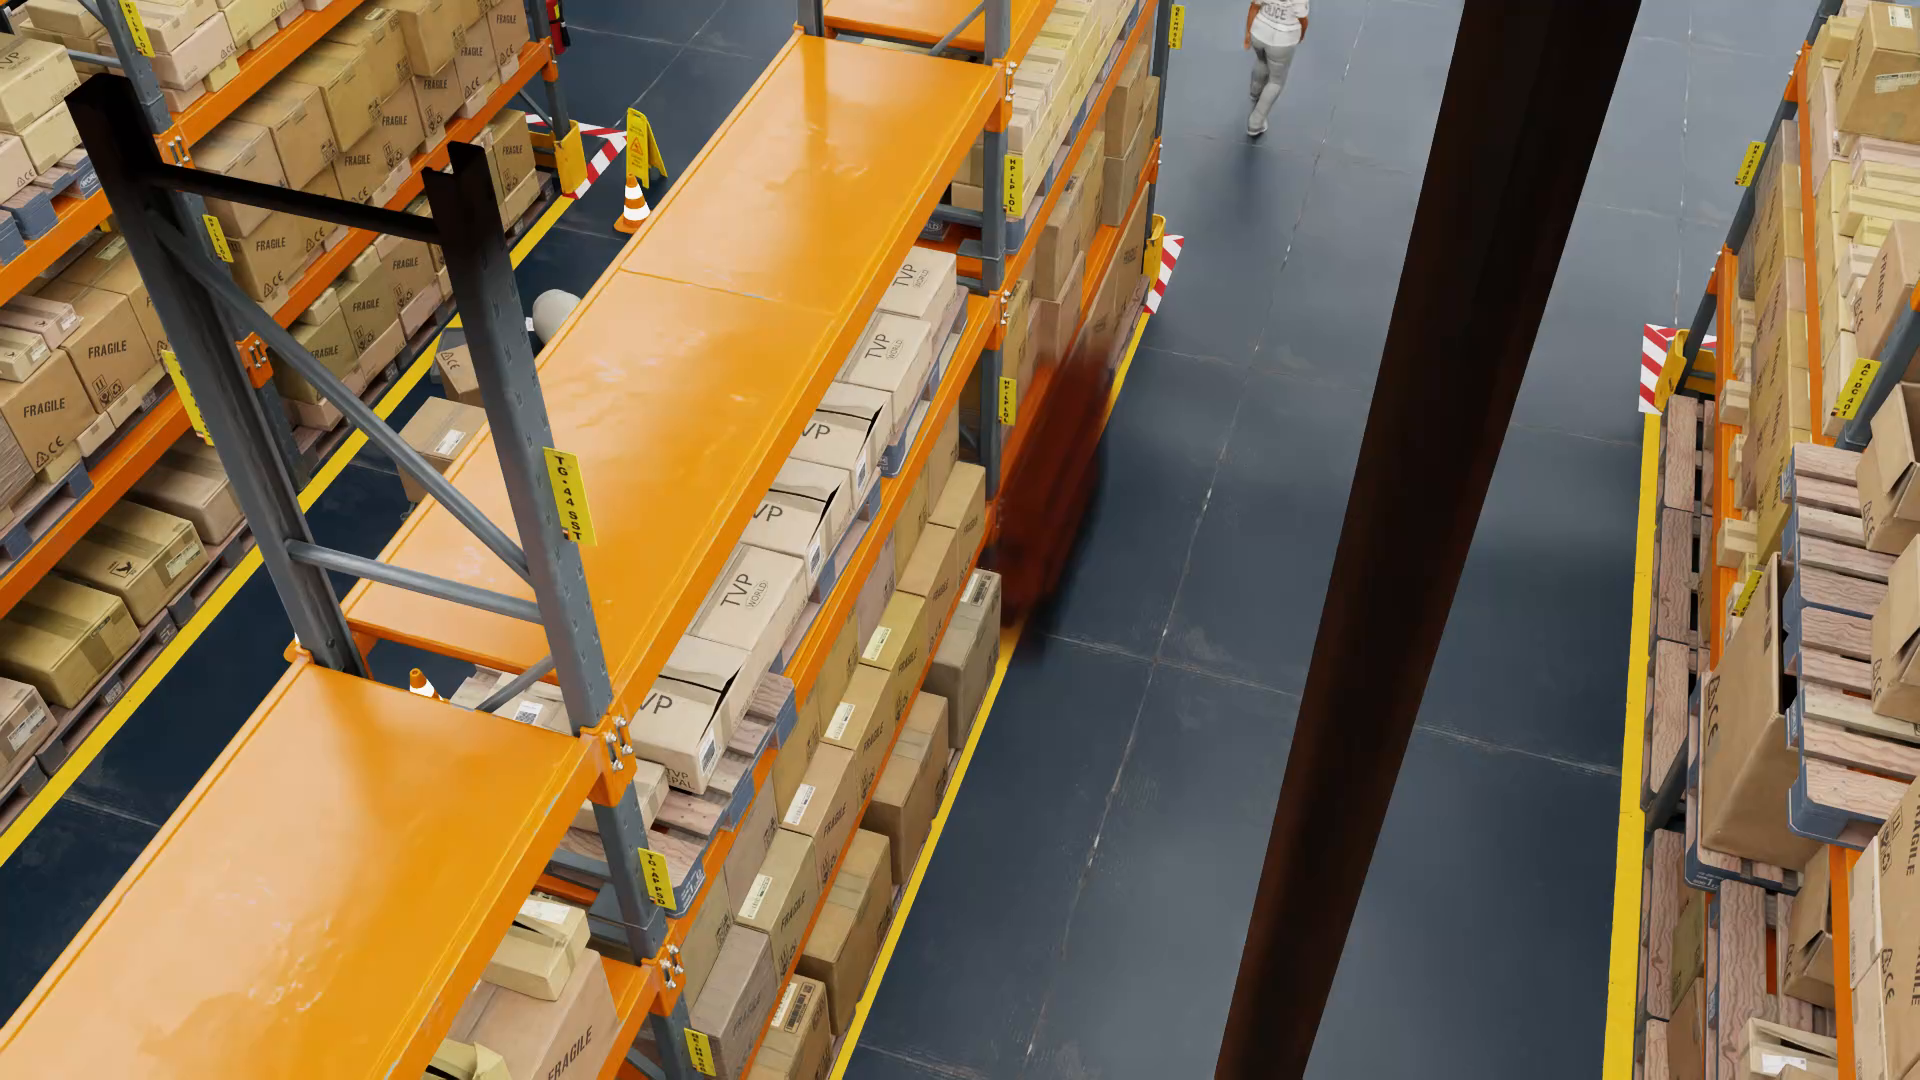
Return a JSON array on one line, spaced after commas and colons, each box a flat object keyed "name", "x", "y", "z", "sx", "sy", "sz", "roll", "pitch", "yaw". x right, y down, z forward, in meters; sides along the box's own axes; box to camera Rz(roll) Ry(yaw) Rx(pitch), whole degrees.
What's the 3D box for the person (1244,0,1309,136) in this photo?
[{"name": "person", "x": 2.694, "y": -4.364, "z": 14.267, "sx": 0.759, "sy": 1.620, "sz": 0.656, "roll": -29, "pitch": 52, "yaw": -25}]
